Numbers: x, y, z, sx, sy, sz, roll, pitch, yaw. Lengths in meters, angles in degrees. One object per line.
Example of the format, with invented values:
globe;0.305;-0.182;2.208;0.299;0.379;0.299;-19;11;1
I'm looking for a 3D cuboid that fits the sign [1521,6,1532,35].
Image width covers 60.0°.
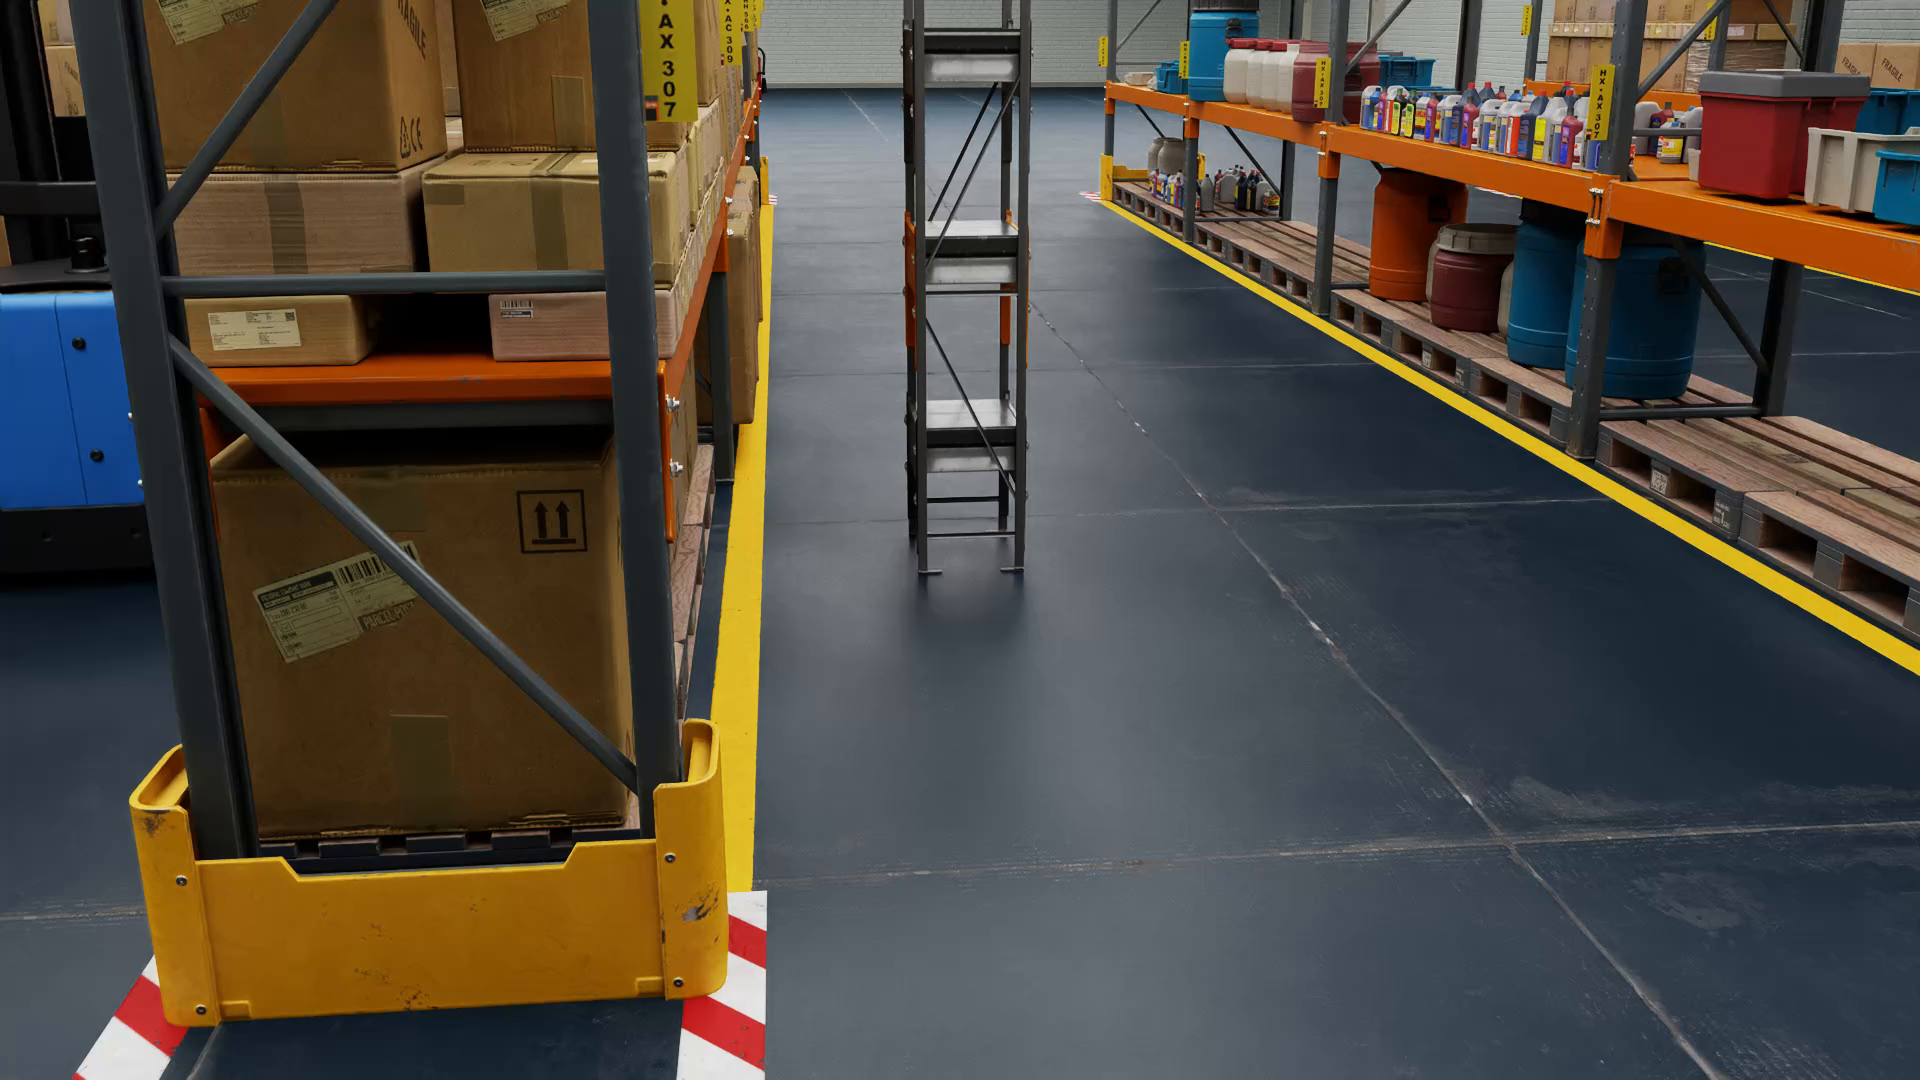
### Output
sign;6.545;-6.001;19.206;0.100;0.325;0.005;-2;18;-6

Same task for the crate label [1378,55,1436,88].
crate label;3.162;-3.351;12.284;0.502;0.435;0.616;-2;18;-6

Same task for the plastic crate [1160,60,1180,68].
plastic crate;2.519;-5.203;18.489;0.499;0.251;0.616;-2;18;-6

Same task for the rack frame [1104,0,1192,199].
rack frame;2.170;-5.413;18.912;1.000;3.000;0.127;-2;18;-6

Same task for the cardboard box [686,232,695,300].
cardboard box;-0.897;-0.720;4.381;0.380;0.149;0.250;-2;18;-6

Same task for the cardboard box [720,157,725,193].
cardboard box;-1.161;-1.485;6.817;0.380;0.149;0.250;-2;18;-5

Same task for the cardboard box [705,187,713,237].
cardboard box;-1.029;-1.102;5.598;0.380;0.149;0.250;-2;18;-7

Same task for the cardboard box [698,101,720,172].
cardboard box;-1.156;-1.478;6.131;0.500;0.250;0.500;-1;17;-4

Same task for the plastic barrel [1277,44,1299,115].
plastic barrel;2.633;-3.509;12.658;0.421;0.512;0.421;0;17;0

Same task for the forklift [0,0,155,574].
forklift;-3.403;-1.669;7.099;1.130;2.935;3.031;-3;18;-9

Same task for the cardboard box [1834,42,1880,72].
cardboard box;7.627;-4.035;14.355;0.500;0.500;0.500;-1;17;-2

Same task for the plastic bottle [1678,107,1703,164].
plastic bottle;3.701;-2.038;8.367;0.152;0.276;0.135;-2;18;-6

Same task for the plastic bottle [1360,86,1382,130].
plastic bottle;2.718;-2.832;10.896;0.152;0.276;0.135;-2;18;-6

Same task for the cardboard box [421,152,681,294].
cardboard box;-0.887;-0.715;3.701;0.500;0.250;0.500;-2;18;-7

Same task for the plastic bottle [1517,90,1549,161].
plastic bottle;2.968;-2.133;8.547;0.144;0.351;0.185;-2;18;-6

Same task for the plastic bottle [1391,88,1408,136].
plastic bottle;2.734;-2.656;10.324;0.061;0.283;0.133;-2;18;-6

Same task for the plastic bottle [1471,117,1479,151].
plastic bottle;2.879;-2.253;9.177;0.097;0.201;0.097;0;17;0

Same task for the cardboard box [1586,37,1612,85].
cardboard box;7.237;-5.169;17.967;0.700;0.500;0.500;-2;18;-5

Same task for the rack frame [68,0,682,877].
rack frame;-1.106;-0.493;3.241;1.000;3.000;0.127;-2;18;-6

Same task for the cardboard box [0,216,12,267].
cardboard box;-6.849;-2.065;11.301;1.050;0.750;0.750;-2;18;-6

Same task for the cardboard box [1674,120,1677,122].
cardboard box;7.617;-4.214;17.731;0.500;0.500;0.500;-2;18;-6

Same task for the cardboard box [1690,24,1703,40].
cardboard box;7.245;-4.879;15.960;0.380;0.149;0.250;-2;18;-7

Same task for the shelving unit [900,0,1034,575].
shelving unit;0.017;-0.952;6.205;0.431;2.100;0.503;-2;18;-6

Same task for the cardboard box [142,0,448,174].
cardboard box;-1.418;-1.059;3.543;0.500;0.500;0.500;-2;17;-5

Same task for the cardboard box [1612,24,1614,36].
cardboard box;7.081;-5.341;17.432;0.380;0.149;0.250;-2;18;-5

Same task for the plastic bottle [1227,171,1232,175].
plastic bottle;2.809;-3.673;17.181;0.152;0.276;0.135;-2;18;-7

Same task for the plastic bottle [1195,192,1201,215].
plastic bottle;2.235;-3.195;15.783;0.097;0.201;0.097;0;17;0

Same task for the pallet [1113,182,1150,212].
pallet;2.303;-3.820;18.491;1.003;0.211;1.213;-2;18;-6

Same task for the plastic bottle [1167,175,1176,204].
plastic bottle;2.164;-3.517;16.684;0.152;0.276;0.135;-1;17;-5

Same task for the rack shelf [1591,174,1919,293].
rack shelf;3.614;-0.899;5.734;1.077;0.370;4.000;-2;18;-6

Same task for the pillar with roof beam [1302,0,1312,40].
pillar with roof beam;5.581;-17.205;46.456;9.100;9.000;0.400;-2;18;-6

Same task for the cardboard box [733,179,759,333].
cardboard box;-1.797;-1.591;9.584;1.225;0.875;0.875;-2;18;-5

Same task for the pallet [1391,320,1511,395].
pallet;3.241;-1.103;9.839;1.003;0.211;1.213;-2;18;-6

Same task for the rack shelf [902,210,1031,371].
rack shelf;0.017;-0.939;6.210;0.431;0.518;0.480;-2;18;-6

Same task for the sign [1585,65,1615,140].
sign;2.860;-1.954;7.430;0.100;0.325;0.005;-2;18;-6

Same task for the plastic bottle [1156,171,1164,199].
plastic bottle;2.082;-3.670;17.178;0.097;0.271;0.097;0;17;0

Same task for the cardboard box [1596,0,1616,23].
cardboard box;7.251;-5.770;17.715;0.700;0.500;0.500;-2;18;-5

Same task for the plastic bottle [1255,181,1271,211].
plastic bottle;2.925;-3.336;16.108;0.152;0.276;0.135;-1;17;-4

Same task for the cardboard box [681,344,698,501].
cardboard box;-1.530;-0.673;6.658;0.875;0.875;0.875;-2;18;-6

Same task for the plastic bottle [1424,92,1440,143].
plastic bottle;2.792;-2.490;9.794;0.061;0.283;0.133;-2;18;-6

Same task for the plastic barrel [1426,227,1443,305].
plastic barrel;3.210;-1.733;10.640;0.421;0.512;0.421;0;17;0

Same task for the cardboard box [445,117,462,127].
cardboard box;-1.582;-1.158;5.111;0.500;0.250;0.500;-2;18;-6

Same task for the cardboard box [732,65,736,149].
cardboard box;-1.532;-2.482;9.408;0.500;0.500;0.500;-2;18;-7

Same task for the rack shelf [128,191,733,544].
rack shelf;-1.312;-0.746;5.247;1.077;0.370;4.000;-2;18;-6

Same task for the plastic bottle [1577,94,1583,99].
plastic bottle;3.551;-2.430;9.603;0.061;0.283;0.133;-2;18;-6

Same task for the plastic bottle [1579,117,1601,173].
plastic bottle;3.046;-1.886;7.885;0.152;0.276;0.135;-2;18;-6

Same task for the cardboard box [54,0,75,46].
cardboard box;-7.124;-4.019;12.634;0.700;0.500;0.500;-2;18;-5

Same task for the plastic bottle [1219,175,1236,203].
plastic bottle;2.704;-3.556;16.809;0.152;0.276;0.135;-2;18;-6

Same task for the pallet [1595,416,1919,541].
pallet;3.522;-0.290;7.248;1.003;0.211;1.213;-2;18;-6

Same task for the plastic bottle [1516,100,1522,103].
plastic bottle;3.040;-2.262;9.089;0.097;0.271;0.097;0;17;0

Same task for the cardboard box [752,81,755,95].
cardboard box;-2.153;-4.321;15.851;0.380;0.149;0.250;-2;18;-6

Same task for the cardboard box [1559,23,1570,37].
cardboard box;6.954;-5.720;18.640;0.380;0.149;0.250;-2;18;-7

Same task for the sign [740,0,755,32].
sign;-1.380;-3.447;10.717;0.100;0.325;0.005;-2;18;-6
